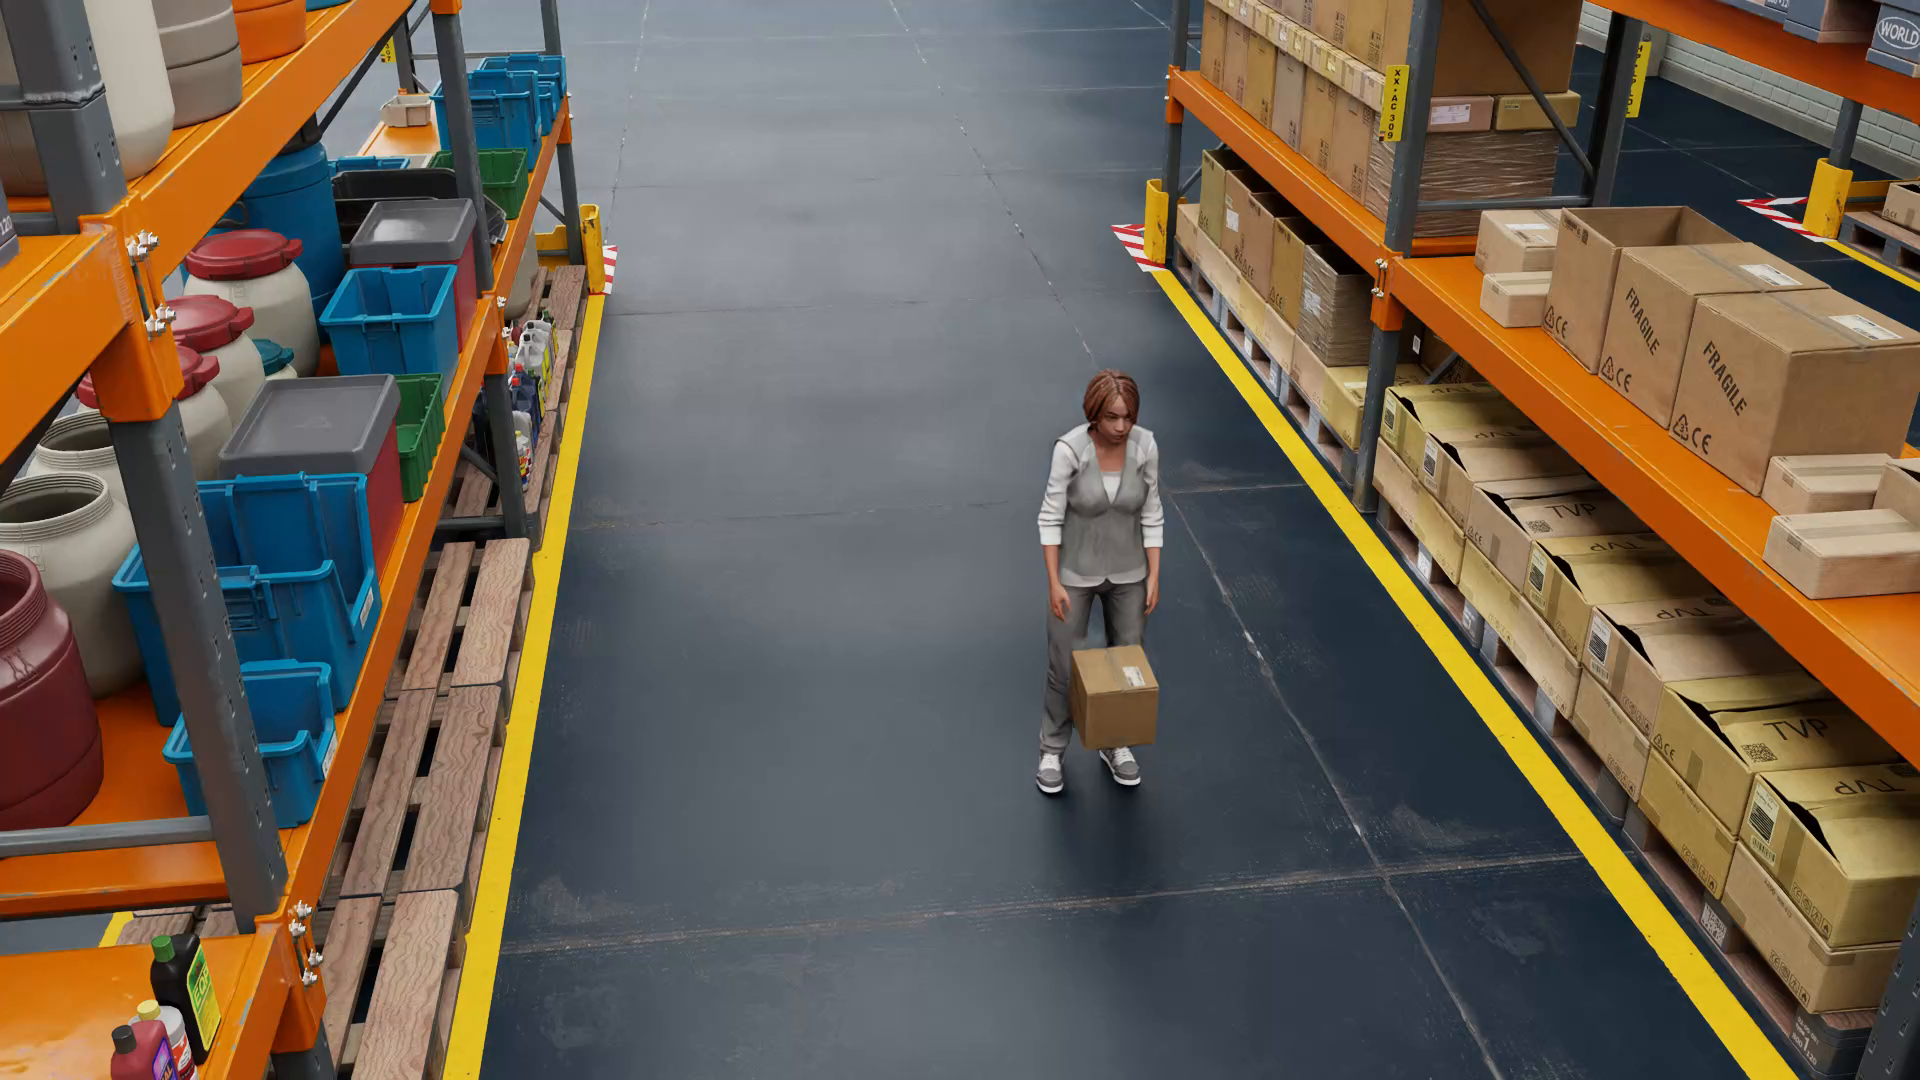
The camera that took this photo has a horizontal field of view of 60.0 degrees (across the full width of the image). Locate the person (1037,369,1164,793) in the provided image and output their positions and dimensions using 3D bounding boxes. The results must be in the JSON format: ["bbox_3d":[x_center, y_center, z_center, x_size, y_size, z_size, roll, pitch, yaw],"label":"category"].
[{"bbox_3d":[0.491,0.141,5.855,0.452,1.598,0.341,-5,28,-9],"label":"person"}]
